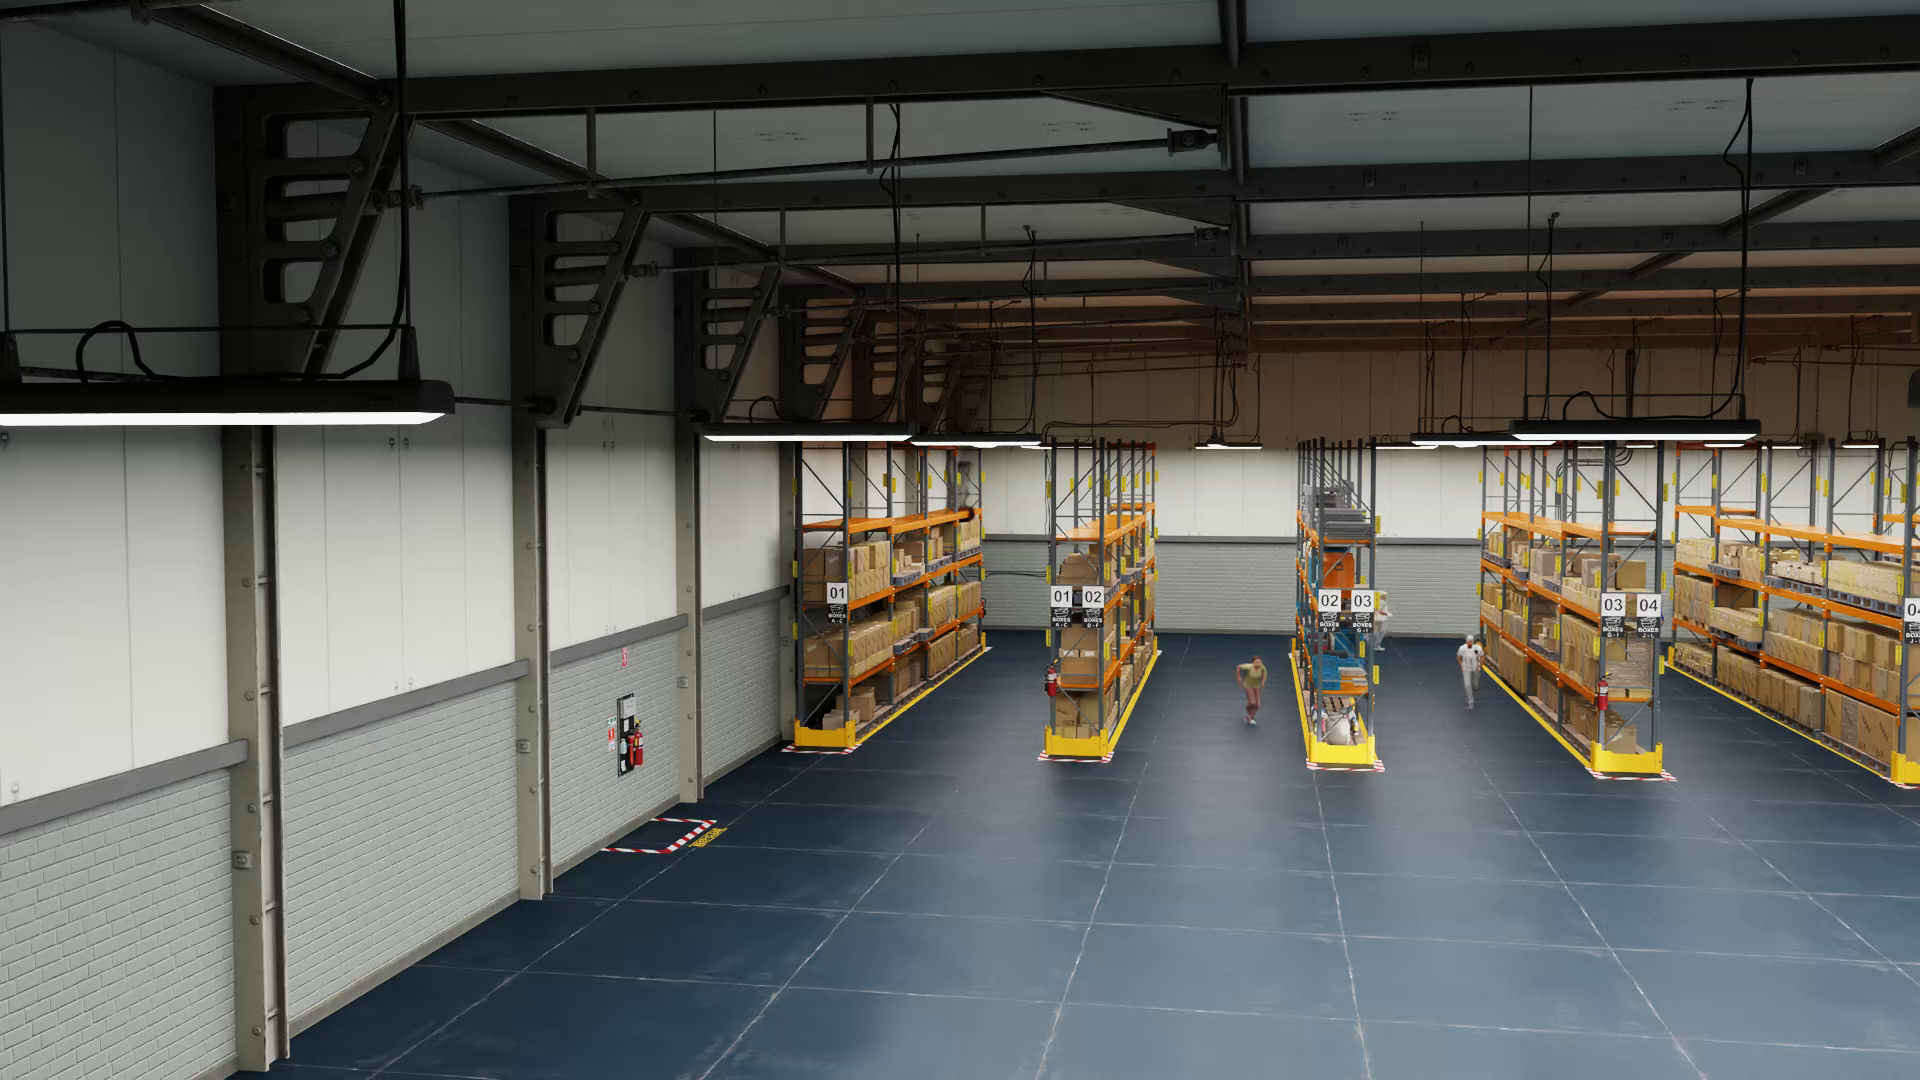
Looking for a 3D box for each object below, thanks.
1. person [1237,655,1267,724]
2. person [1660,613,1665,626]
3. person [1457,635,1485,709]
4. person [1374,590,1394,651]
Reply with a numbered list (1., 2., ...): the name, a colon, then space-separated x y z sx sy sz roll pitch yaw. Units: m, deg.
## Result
1. person: 6.105 3.131 34.802 0.603 1.500 0.802 0 3 -8
2. person: 19.166 2.558 45.981 0.618 1.536 0.564 -2 4 -33
3. person: 11.498 2.955 37.443 0.606 1.664 0.924 1 3 14
4. person: 12.166 2.318 47.907 0.613 1.745 0.653 0 3 8
